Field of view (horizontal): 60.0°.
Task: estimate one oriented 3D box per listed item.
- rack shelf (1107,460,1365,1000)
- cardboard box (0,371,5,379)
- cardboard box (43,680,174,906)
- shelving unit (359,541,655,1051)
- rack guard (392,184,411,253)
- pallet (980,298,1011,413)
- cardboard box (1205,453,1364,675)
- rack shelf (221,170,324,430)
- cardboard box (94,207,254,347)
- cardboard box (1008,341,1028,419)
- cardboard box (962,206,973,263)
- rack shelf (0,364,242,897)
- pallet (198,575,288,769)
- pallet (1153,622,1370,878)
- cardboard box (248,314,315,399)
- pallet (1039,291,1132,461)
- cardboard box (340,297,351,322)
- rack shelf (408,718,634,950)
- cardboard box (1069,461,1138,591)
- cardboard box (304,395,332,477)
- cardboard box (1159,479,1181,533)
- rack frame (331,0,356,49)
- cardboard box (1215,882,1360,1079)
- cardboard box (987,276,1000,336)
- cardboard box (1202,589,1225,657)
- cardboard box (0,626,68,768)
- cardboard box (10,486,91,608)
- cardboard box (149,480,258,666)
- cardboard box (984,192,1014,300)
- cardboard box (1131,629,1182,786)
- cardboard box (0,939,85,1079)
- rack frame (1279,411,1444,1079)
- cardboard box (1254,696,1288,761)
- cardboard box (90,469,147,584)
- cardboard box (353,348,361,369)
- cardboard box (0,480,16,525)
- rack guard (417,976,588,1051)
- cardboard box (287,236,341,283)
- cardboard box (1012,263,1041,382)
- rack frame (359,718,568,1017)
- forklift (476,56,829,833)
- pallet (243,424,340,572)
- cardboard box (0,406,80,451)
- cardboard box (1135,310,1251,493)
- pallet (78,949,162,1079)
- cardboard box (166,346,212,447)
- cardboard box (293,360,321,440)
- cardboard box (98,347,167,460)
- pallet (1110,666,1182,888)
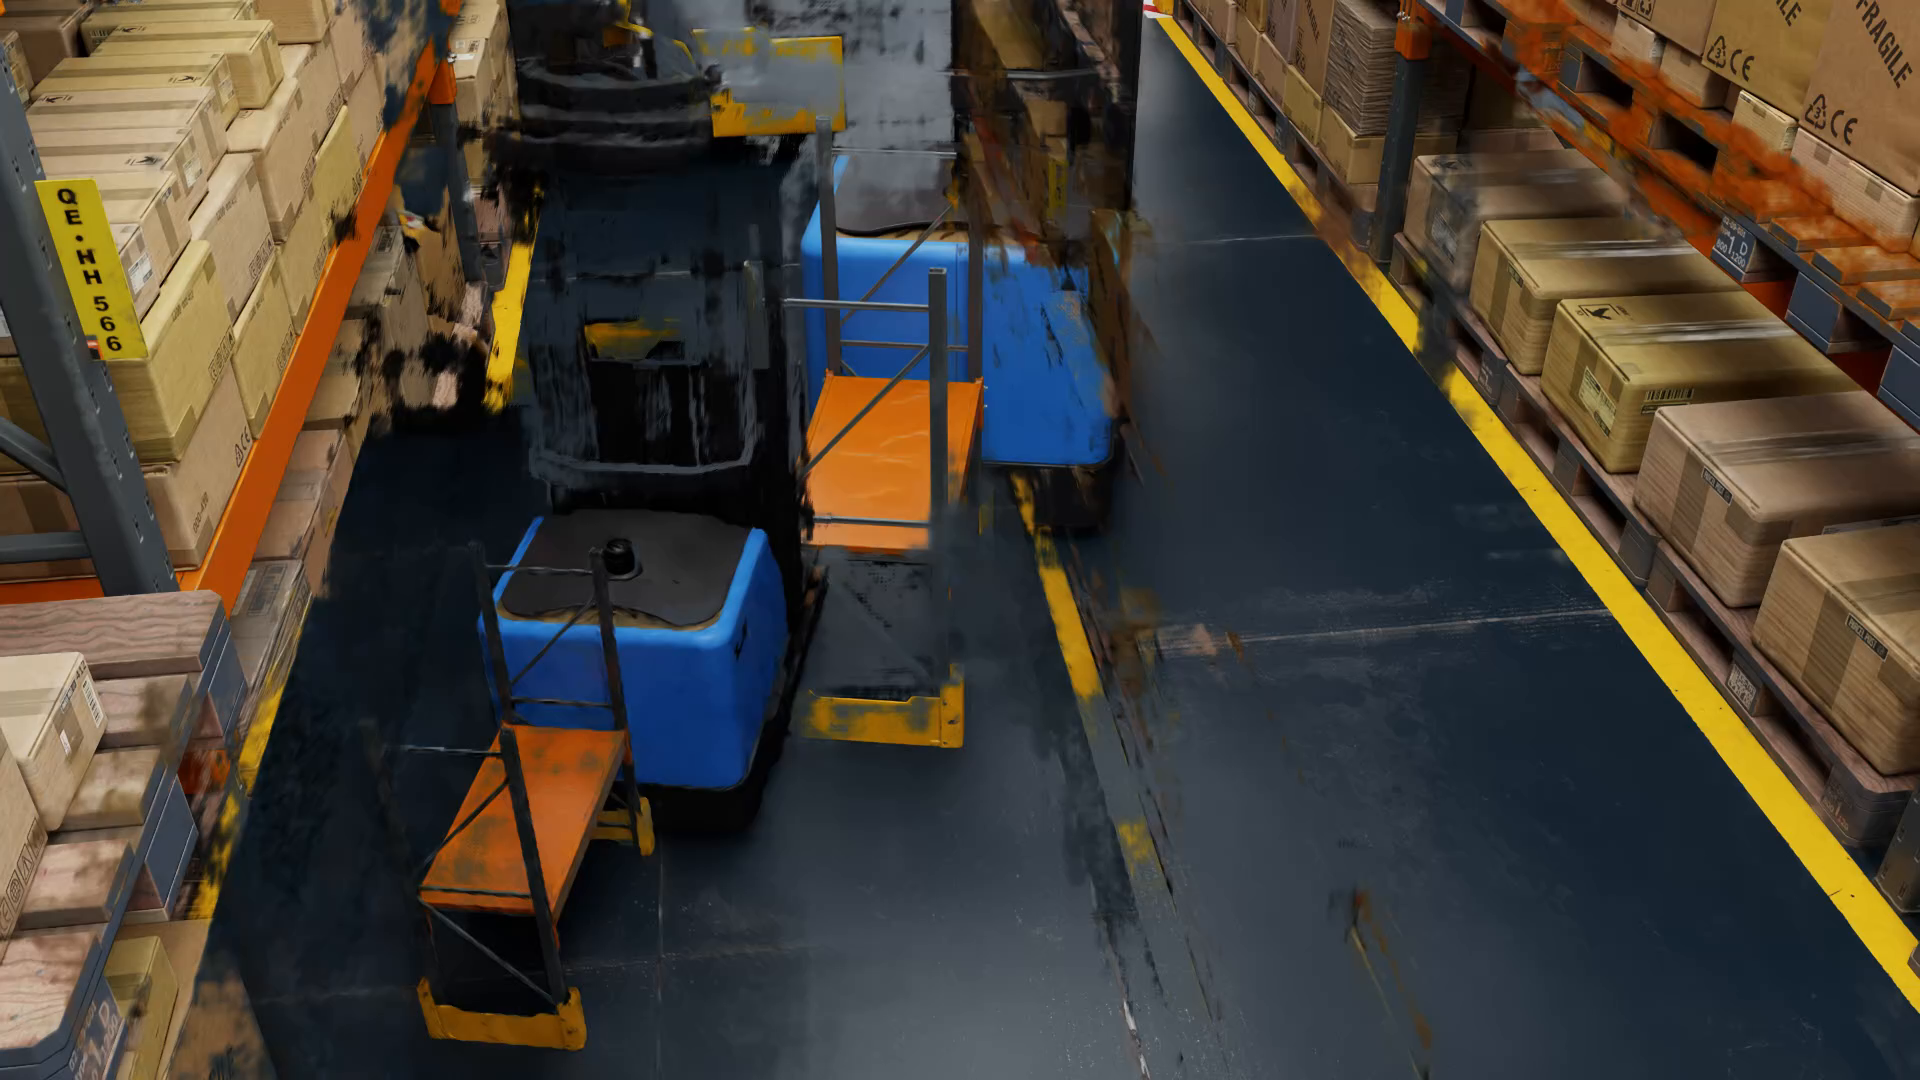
[{"bbox_3d":[2.657,-1.153,5.418,1.077,0.370,4.000,-4,35,-6],"label":"rack shelf"},{"bbox_3d":[-2.658,-1.750,5.343,0.500,0.250,0.500,-5,35,-7],"label":"cardboard box"},{"bbox_3d":[-2.249,-0.238,5.171,0.875,0.625,0.625,-6,35,-8],"label":"cardboard box"},{"bbox_3d":[-0.231,-0.324,4.894,0.587,1.500,1.083,3,34,5],"label":"shelving unit"},{"bbox_3d":[-3.071,-3.401,10.297,1.175,0.500,0.348,-4,35,-6],"label":"rack guard"},{"bbox_3d":[2.096,-2.469,9.185,1.003,0.211,1.213,-4,35,-6],"label":"pallet"},{"bbox_3d":[2.509,-1.193,4.111,0.500,0.500,0.500,-5,35,-7],"label":"cardboard box"},{"bbox_3d":[-2.799,-3.008,8.139,1.077,0.370,4.000,-4,35,-6],"label":"rack shelf"},{"bbox_3d":[-2.331,-2.498,6.662,0.500,0.500,0.500,-5,35,-8],"label":"cardboard box"},{"bbox_3d":[1.961,-2.210,8.398,0.500,0.250,0.500,-5,35,-8],"label":"cardboard box"},{"bbox_3d":[1.685,-3.365,10.093,0.500,0.250,0.500,-5,35,-7],"label":"cardboard box"},{"bbox_3d":[-2.261,-0.775,4.863,1.077,0.370,4.000,-4,35,-6],"label":"rack shelf"},{"bbox_3d":[-2.392,-0.628,6.485,1.003,0.211,1.213,-4,35,-6],"label":"pallet"},{"bbox_3d":[2.725,-0.645,4.203,1.213,0.211,1.003,-4,35,-6],"label":"pallet"},{"bbox_3d":[-2.343,-2.219,7.524,0.500,0.250,0.500,-4,35,-6],"label":"cardboard box"},{"bbox_3d":[2.347,-2.050,6.265,1.003,0.211,1.213,-4,35,-6],"label":"pallet"},{"bbox_3d":[-2.482,-2.570,8.483,0.500,0.250,0.500,-4,35,-7],"label":"cardboard box"},{"bbox_3d":[-0.230,-0.181,5.003,0.538,0.185,1.000,3,34,5],"label":"rack shelf"},{"bbox_3d":[2.461,-1.362,7.045,0.950,0.372,0.625,-4,34,-6],"label":"cardboard box"},{"bbox_3d":[-2.350,-1.803,7.801,0.500,0.250,0.500,-5,35,-7],"label":"cardboard box"},{"bbox_3d":[2.362,-1.428,5.032,0.380,0.149,0.250,-5,35,-8],"label":"cardboard box"},{"bbox_3d":[-3.068,-4.421,9.574,1.000,3.000,0.127,-4,35,-6],"label":"rack frame"},{"bbox_3d":[2.860,0.262,4.663,0.950,0.372,0.625,-7,35,-10],"label":"cardboard box"},{"bbox_3d":[1.832,-2.776,9.229,0.500,0.250,0.500,-2,34,-3],"label":"cardboard box"},{"bbox_3d":[2.437,-0.992,4.392,0.380,0.149,0.250,-6,35,-9],"label":"cardboard box"},{"bbox_3d":[-1.948,-0.729,4.289,0.500,0.250,0.500,-5,35,-8],"label":"cardboard box"},{"bbox_3d":[-2.022,-1.224,4.571,0.500,0.250,0.500,-4,34,-6],"label":"cardboard box"},{"bbox_3d":[-2.448,-1.091,6.423,0.875,0.625,0.625,-3,34,-4],"label":"cardboard box"},{"bbox_3d":[1.823,-3.090,9.023,0.500,0.500,0.500,-4,34,-5],"label":"cardboard box"},{"bbox_3d":[2.657,-0.573,5.888,0.950,0.372,0.625,-3,34,-5],"label":"cardboard box"},{"bbox_3d":[-2.062,0.502,4.086,0.875,0.625,0.625,-3,34,-5],"label":"cardboard box"},{"bbox_3d":[2.926,-0.335,3.578,1.000,3.000,0.127,-4,35,-6],"label":"rack frame"},{"bbox_3d":[2.541,-0.714,3.984,0.380,0.149,0.250,-4,34,-6],"label":"cardboard box"},{"bbox_3d":[-2.093,-1.306,5.136,0.500,0.250,0.500,-4,34,-6],"label":"cardboard box"},{"bbox_3d":[-2.483,-2.374,8.638,0.500,0.250,0.500,-3,34,-5],"label":"cardboard box"},{"bbox_3d":[-2.058,-1.323,4.364,0.380,0.149,0.250,-4,35,-6],"label":"cardboard box"},{"bbox_3d":[-0.282,0.471,4.836,0.587,0.250,0.087,3,34,5],"label":"rack guard"},{"bbox_3d":[-2.484,-2.789,8.360,0.500,0.250,0.500,-5,35,-7],"label":"cardboard box"},{"bbox_3d":[1.973,-2.508,8.169,0.500,0.500,0.500,-4,34,-6],"label":"cardboard box"},{"bbox_3d":[-0.282,-0.044,4.483,0.500,1.500,0.032,3,34,5],"label":"rack frame"},{"bbox_3d":[0.138,-2.062,6.174,1.130,2.935,3.031,3,34,5],"label":"forklift"},{"bbox_3d":[-2.595,-1.484,7.739,1.003,0.211,1.213,-4,35,-6],"label":"pallet"},{"bbox_3d":[-2.063,-1.614,4.789,0.380,0.149,0.250,-4,34,-6],"label":"cardboard box"},{"bbox_3d":[2.368,-1.779,4.971,0.500,0.500,0.500,-6,35,-8],"label":"cardboard box"},{"bbox_3d":[-2.064,0.733,4.487,1.003,0.211,1.213,-4,35,-6],"label":"pallet"},{"bbox_3d":[-2.203,-1.865,5.957,0.500,0.250,0.500,-4,34,-5],"label":"cardboard box"},{"bbox_3d":[-2.359,-2.007,7.656,0.500,0.250,0.500,-5,35,-7],"label":"cardboard box"},{"bbox_3d":[-2.134,-1.792,5.406,0.500,0.250,0.500,-5,35,-8],"label":"cardboard box"},{"bbox_3d":[2.662,-0.298,6.000,1.003,0.211,1.213,-4,35,-6],"label":"pallet"}]
